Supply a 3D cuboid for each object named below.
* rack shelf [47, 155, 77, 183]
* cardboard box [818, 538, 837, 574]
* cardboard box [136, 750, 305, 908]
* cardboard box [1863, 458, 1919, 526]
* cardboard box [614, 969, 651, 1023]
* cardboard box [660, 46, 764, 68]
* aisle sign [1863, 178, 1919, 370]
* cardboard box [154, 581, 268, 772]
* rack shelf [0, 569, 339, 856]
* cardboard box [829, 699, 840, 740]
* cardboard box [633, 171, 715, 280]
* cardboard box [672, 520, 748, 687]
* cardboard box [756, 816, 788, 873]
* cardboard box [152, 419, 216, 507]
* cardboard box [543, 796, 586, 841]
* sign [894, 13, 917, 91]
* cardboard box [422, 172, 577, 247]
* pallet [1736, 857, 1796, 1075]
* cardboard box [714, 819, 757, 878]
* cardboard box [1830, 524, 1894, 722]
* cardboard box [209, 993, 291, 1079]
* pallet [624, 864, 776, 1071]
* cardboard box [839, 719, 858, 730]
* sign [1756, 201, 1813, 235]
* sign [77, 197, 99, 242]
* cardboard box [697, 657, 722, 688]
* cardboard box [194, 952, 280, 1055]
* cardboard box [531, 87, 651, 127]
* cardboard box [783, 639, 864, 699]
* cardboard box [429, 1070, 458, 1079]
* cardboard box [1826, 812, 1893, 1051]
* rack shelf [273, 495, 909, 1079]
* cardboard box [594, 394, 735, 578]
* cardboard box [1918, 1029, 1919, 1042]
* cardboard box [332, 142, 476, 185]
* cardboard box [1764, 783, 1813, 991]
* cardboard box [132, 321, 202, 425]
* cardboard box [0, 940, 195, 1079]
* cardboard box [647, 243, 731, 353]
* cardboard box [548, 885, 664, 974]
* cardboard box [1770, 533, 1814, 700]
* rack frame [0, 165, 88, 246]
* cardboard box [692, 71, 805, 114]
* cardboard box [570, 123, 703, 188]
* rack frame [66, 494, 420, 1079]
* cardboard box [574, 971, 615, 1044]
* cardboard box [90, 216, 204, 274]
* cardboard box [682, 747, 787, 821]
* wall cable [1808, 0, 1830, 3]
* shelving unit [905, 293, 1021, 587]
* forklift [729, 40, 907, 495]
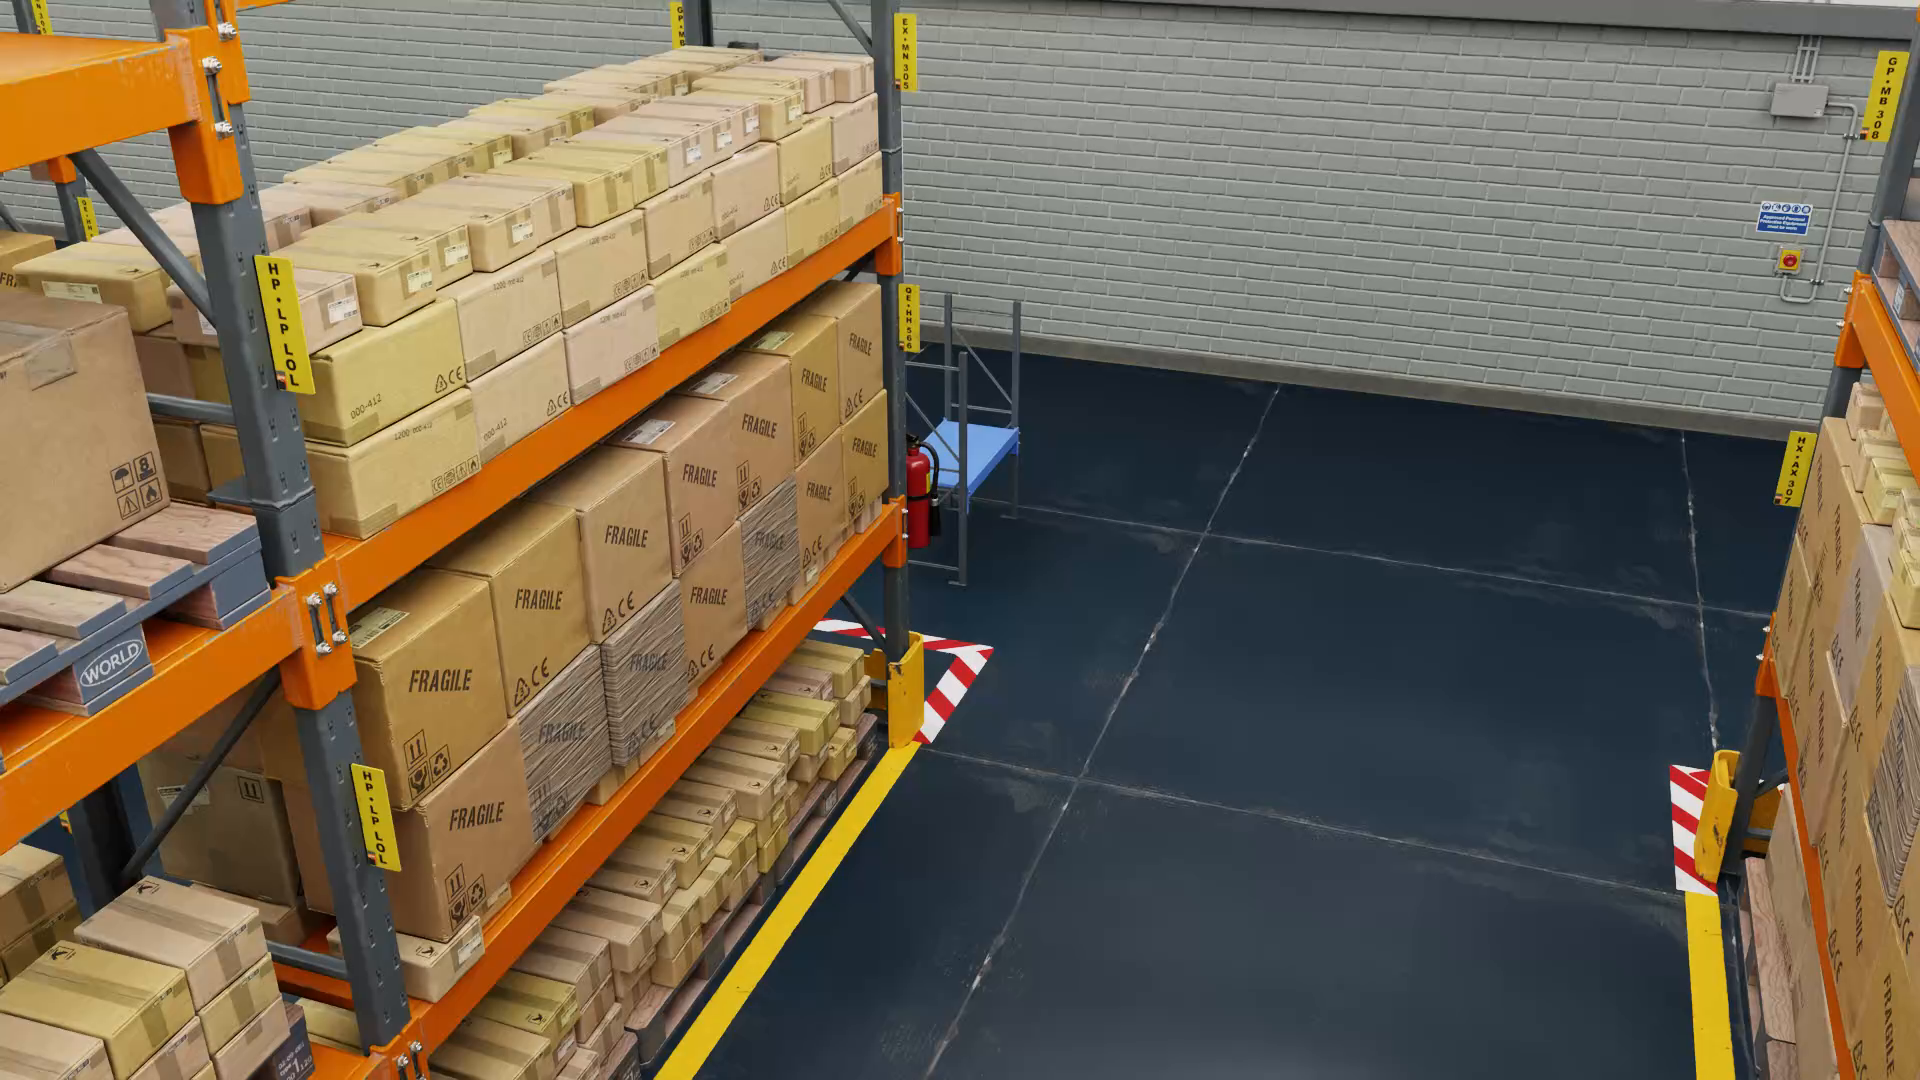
[{"bbox_3d":[-6.062,-1.423,7.631,1.077,0.370,4.000,9,27,17],"label":"rack shelf"},{"bbox_3d":[-0.783,0.032,7.530,0.380,0.149,0.250,8,27,17],"label":"cardboard box"},{"bbox_3d":[-2.190,0.767,5.267,0.500,0.500,0.500,9,27,18],"label":"cardboard box"},{"bbox_3d":[3.284,-0.144,5.599,0.380,0.149,0.250,8,27,16],"label":"cardboard box"},{"bbox_3d":[-1.444,1.731,6.523,0.380,0.149,0.250,8,27,15],"label":"cardboard box"},{"bbox_3d":[-1.076,-2.045,7.230,0.380,0.149,0.250,9,27,17],"label":"cardboard box"},{"bbox_3d":[3.699,-1.023,6.438,0.394,0.787,0.004,9,27,17],"label":"aisle sign"},{"bbox_3d":[-2.183,0.325,5.034,0.500,0.500,0.500,8,27,16],"label":"cardboard box"},{"bbox_3d":[-2.750,0.982,2.664,1.077,0.370,4.000,9,27,17],"label":"rack shelf"},{"bbox_3d":[-0.797,0.860,7.979,0.380,0.149,0.250,8,27,16],"label":"cardboard box"},{"bbox_3d":[-1.187,-1.113,5.763,0.500,0.250,0.500,8,27,15],"label":"cardboard box"},{"bbox_3d":[-1.172,0.209,6.420,0.500,0.500,0.500,10,28,20],"label":"cardboard box"},{"bbox_3d":[-0.987,1.317,7.378,0.380,0.149,0.250,8,27,15],"label":"cardboard box"},{"bbox_3d":[-2.176,-0.338,4.735,0.500,0.250,0.500,9,27,19],"label":"cardboard box"},{"bbox_3d":[-1.530,0.885,5.768,0.380,0.149,0.250,8,27,15],"label":"cardboard box"},{"bbox_3d":[-0.237,-2.118,7.224,0.100,0.325,0.005,9,27,17],"label":"sign"},{"bbox_3d":[-1.411,-1.013,5.100,0.380,0.149,0.250,8,27,16],"label":"cardboard box"},{"bbox_3d":[3.756,1.813,6.762,1.003,0.211,1.213,9,27,17],"label":"pallet"},{"bbox_3d":[-1.094,1.292,7.088,0.380,0.149,0.250,10,28,20],"label":"cardboard box"},{"bbox_3d":[3.191,0.305,5.415,0.500,0.500,0.500,9,27,17],"label":"cardboard box"},{"bbox_3d":[-2.030,1.302,4.425,0.380,0.149,0.250,8,27,16],"label":"cardboard box"},{"bbox_3d":[-1.490,1.657,7.086,1.003,0.211,1.213,9,27,17],"label":"pallet"},{"bbox_3d":[-0.732,0.883,8.274,0.380,0.149,0.250,9,27,18],"label":"cardboard box"},{"bbox_3d":[5.778,-2.256,11.657,0.327,0.218,0.001,9,27,17],"label":"sign"},{"bbox_3d":[-4.890,-1.762,9.347,0.100,0.325,0.005,9,27,17],"label":"sign"},{"bbox_3d":[-1.180,0.458,6.650,0.380,0.149,0.250,9,27,18],"label":"cardboard box"},{"bbox_3d":[-2.031,1.168,4.360,0.380,0.149,0.250,10,27,19],"label":"cardboard box"},{"bbox_3d":[-1.404,-1.621,6.354,0.380,0.149,0.250,10,27,19],"label":"cardboard box"},{"bbox_3d":[-0.690,0.623,8.128,0.380,0.149,0.250,9,27,18],"label":"cardboard box"},{"bbox_3d":[-1.774,1.901,5.489,0.380,0.149,0.250,10,28,20],"label":"cardboard box"},{"bbox_3d":[2.850,1.169,4.780,0.500,0.500,0.500,8,27,17],"label":"cardboard box"},{"bbox_3d":[-1.419,0.688,6.713,1.077,0.370,4.000,9,27,17],"label":"rack shelf"},{"bbox_3d":[-1.177,-0.222,6.162,0.500,0.500,0.500,8,27,16],"label":"cardboard box"},{"bbox_3d":[2.514,1.133,3.705,0.500,0.500,0.500,9,27,17],"label":"cardboard box"},{"bbox_3d":[-1.832,-1.205,5.495,0.380,0.149,0.250,9,27,17],"label":"cardboard box"},{"bbox_3d":[3.823,1.468,6.734,0.875,0.438,0.875,8,27,16],"label":"cardboard box"},{"bbox_3d":[-2.170,-0.548,4.597,0.500,0.250,0.500,7,27,15],"label":"cardboard box"},{"bbox_3d":[-2.122,1.146,4.065,0.380,0.149,0.250,8,27,16],"label":"cardboard box"},{"bbox_3d":[-1.154,-0.881,5.858,0.500,0.250,0.500,10,28,20],"label":"cardboard box"},{"bbox_3d":[-1.362,1.482,6.354,0.380,0.149,0.250,9,27,19],"label":"cardboard box"},{"bbox_3d":[3.518,0.329,6.514,0.500,0.500,0.500,9,27,17],"label":"cardboard box"},{"bbox_3d":[-5.397,-1.219,9.825,1.000,3.000,0.127,9,27,17],"label":"rack frame"},{"bbox_3d":[-0.846,-1.773,6.669,0.380,0.149,0.250,8,27,16],"label":"cardboard box"},{"bbox_3d":[-1.120,-1.337,5.767,0.380,0.149,0.250,8,27,16],"label":"cardboard box"},{"bbox_3d":[-2.084,1.186,4.859,1.000,3.000,0.127,9,27,17],"label":"rack frame"},{"bbox_3d":[-1.523,1.711,6.223,0.380,0.149,0.250,7,27,15],"label":"cardboard box"},{"bbox_3d":[-2.159,-0.780,4.617,0.380,0.149,0.250,9,27,19],"label":"cardboard box"},{"bbox_3d":[-0.977,1.058,7.229,0.380,0.149,0.250,10,28,19],"label":"cardboard box"},{"bbox_3d":[5.576,-4.860,10.462,0.463,3.000,0.029,9,27,17],"label":"wall cable"},{"bbox_3d":[-0.028,-0.640,10.351,0.538,1.500,1.048,9,27,17],"label":"shelving unit"},{"bbox_3d":[-1.896,-1.782,11.066,3.031,2.935,1.130,13,29,24],"label":"forklift"}]
